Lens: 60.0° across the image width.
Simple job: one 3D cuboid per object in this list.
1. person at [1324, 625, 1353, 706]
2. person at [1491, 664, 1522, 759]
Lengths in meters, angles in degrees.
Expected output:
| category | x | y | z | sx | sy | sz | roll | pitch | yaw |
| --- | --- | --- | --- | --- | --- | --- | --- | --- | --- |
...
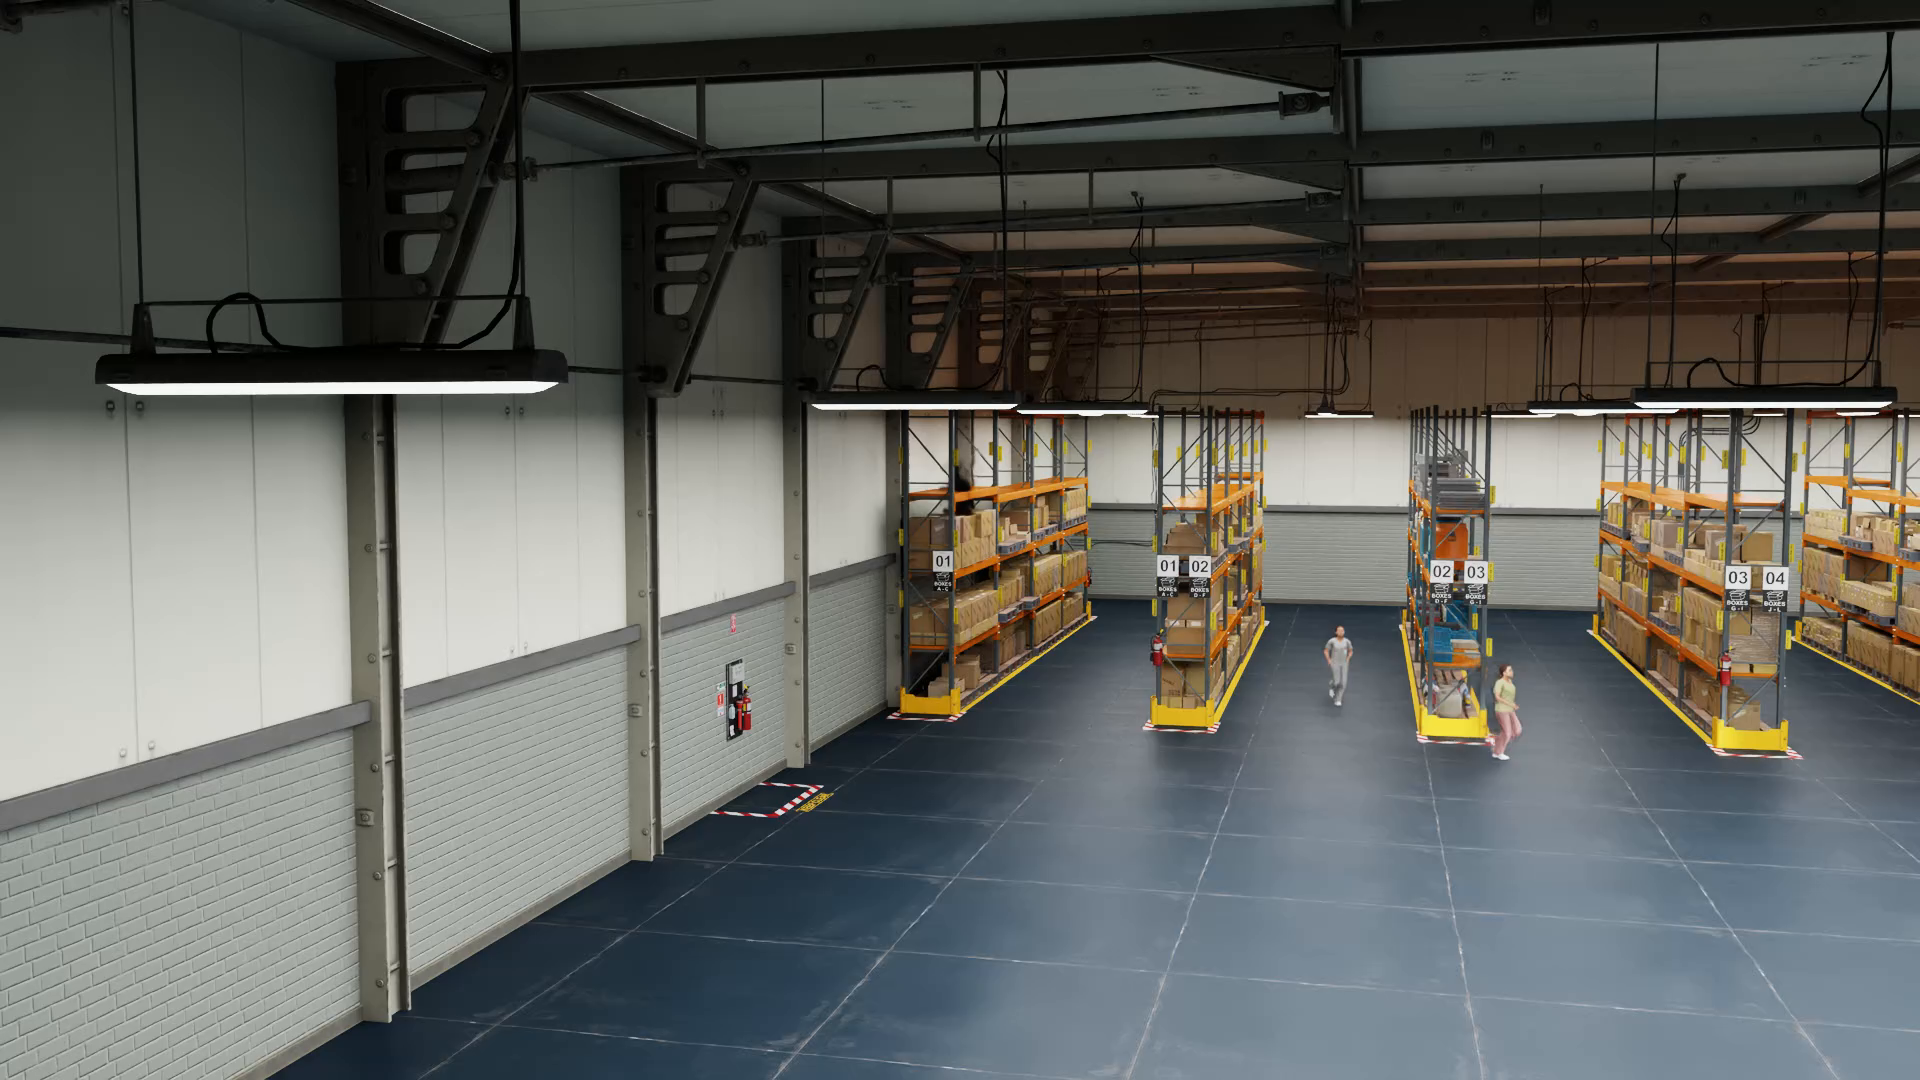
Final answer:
| category | x | y | z | sx | sy | sz | roll | pitch | yaw |
| --- | --- | --- | --- | --- | --- | --- | --- | --- | --- |
| person | 7.621 | 2.517 | 33.431 | 0.564 | 1.621 | 0.569 | 0 | 4 | -1 |
| person | 9.214 | 2.891 | 28.073 | 0.559 | 1.627 | 0.607 | 4 | 6 | 44 |
